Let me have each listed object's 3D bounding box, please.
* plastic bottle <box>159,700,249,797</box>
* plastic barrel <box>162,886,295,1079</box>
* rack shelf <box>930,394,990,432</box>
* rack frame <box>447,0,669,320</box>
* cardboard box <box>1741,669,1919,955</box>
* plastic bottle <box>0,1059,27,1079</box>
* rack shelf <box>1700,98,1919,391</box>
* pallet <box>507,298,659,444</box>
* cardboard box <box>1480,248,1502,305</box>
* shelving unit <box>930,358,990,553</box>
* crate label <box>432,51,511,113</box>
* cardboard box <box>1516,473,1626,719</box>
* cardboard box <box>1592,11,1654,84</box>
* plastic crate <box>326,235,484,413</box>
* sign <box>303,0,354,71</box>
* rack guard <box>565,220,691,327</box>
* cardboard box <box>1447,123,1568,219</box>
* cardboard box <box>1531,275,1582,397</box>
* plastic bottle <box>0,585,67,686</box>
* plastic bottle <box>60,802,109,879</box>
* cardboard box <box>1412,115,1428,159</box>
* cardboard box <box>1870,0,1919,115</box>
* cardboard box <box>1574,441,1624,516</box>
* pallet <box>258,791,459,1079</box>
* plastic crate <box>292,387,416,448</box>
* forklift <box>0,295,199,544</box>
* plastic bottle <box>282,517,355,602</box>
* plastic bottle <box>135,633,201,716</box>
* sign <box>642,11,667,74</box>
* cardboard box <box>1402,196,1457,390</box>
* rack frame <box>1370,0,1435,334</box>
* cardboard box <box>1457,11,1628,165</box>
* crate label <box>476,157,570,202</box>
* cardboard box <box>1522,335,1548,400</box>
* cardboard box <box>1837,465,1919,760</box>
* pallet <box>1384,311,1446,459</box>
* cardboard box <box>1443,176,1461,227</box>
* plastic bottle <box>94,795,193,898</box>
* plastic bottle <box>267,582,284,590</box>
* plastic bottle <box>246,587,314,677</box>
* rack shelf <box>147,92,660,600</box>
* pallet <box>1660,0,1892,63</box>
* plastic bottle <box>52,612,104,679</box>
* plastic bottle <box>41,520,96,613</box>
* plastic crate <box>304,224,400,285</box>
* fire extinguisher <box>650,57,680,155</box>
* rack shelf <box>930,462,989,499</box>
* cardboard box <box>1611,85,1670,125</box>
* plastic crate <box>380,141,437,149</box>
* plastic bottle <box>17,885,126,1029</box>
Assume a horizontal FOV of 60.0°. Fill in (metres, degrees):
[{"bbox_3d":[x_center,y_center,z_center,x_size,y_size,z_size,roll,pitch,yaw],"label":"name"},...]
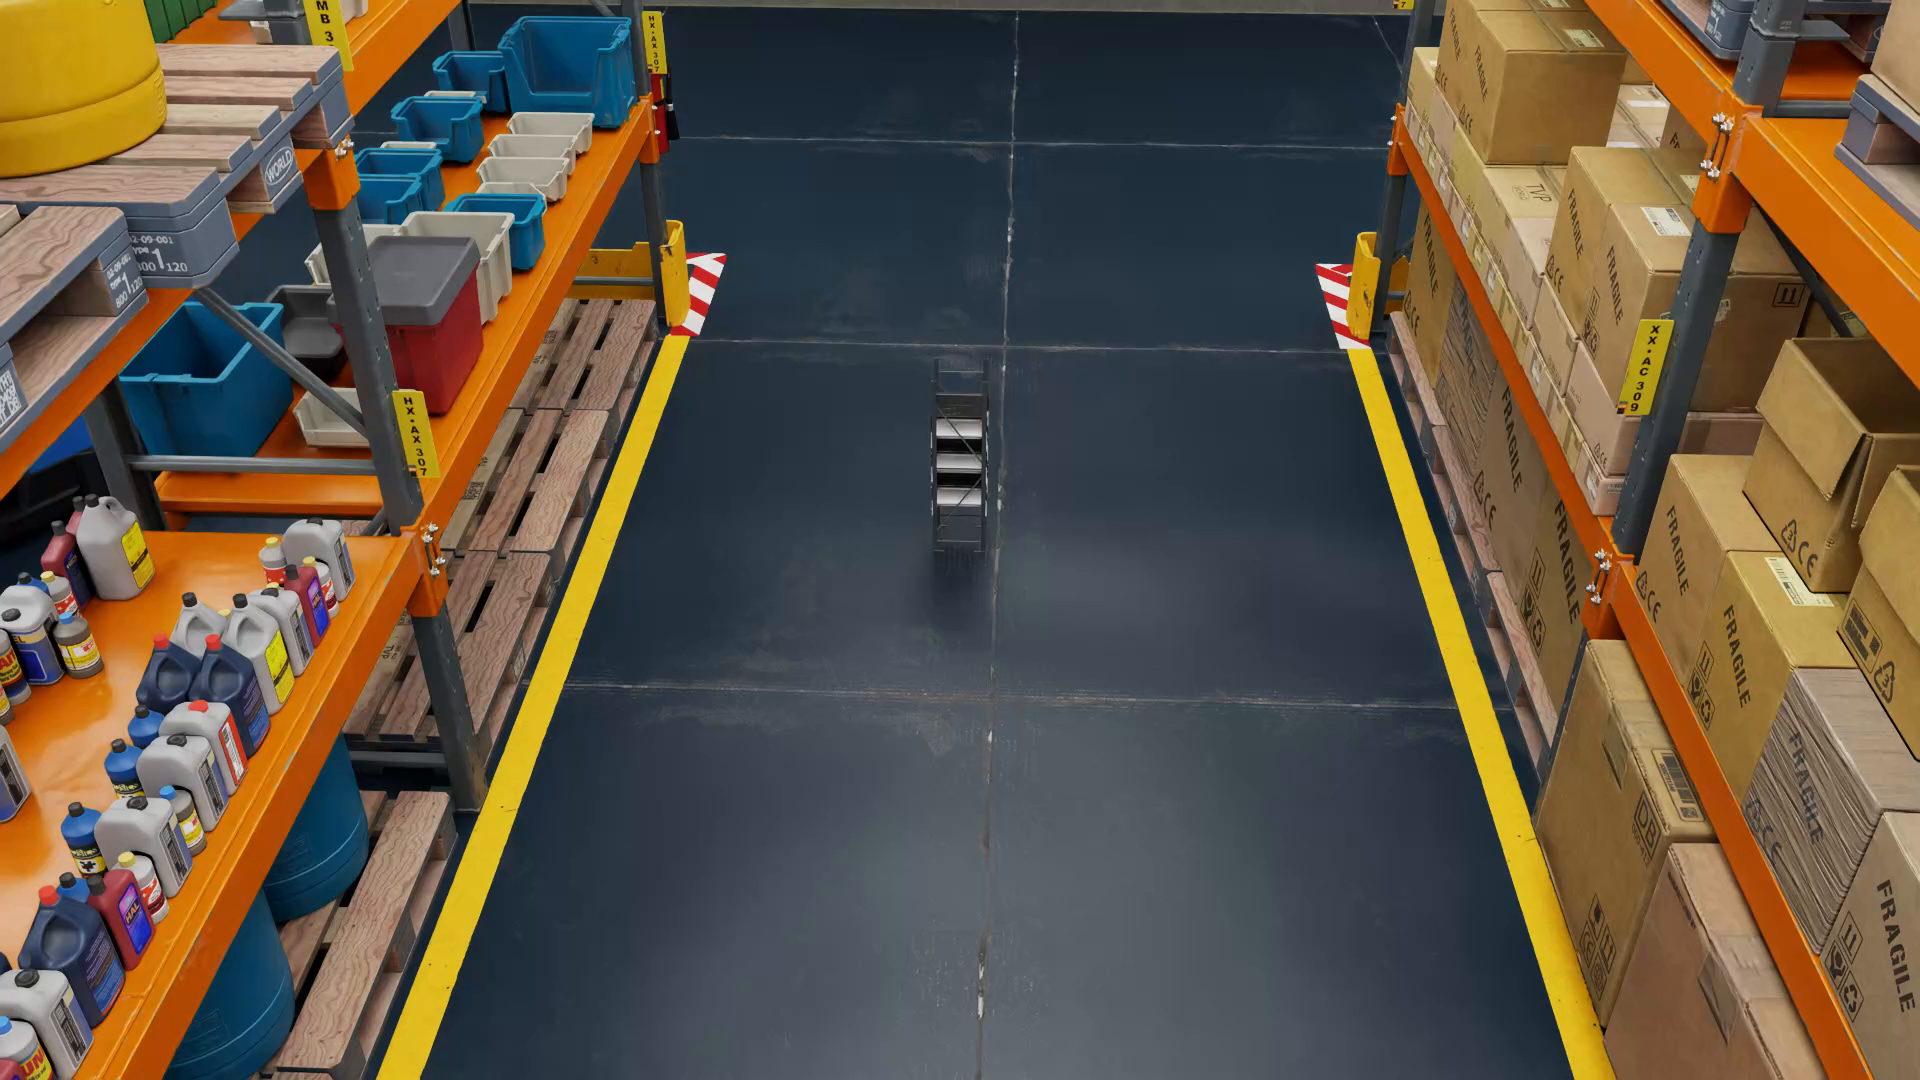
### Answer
[{"bbox_3d":[-2.036,0.544,4.475,0.152,0.276,0.135,1,35,2],"label":"plastic bottle"},{"bbox_3d":[-2.376,1.166,4.942,0.600,0.901,0.708,1,35,2],"label":"plastic barrel"},{"bbox_3d":[0.000,-0.566,7.362,0.258,0.077,0.200,1,35,2],"label":"rack shelf"},{"bbox_3d":[-2.148,-2.538,8.753,1.000,3.000,0.127,1,35,2],"label":"rack frame"},{"bbox_3d":[2.332,0.668,4.103,0.500,0.500,0.500,1,35,1],"label":"cardboard box"},{"bbox_3d":[-2.037,1.202,3.532,0.061,0.283,0.133,1,35,2],"label":"plastic bottle"},{"bbox_3d":[2.560,0.091,3.029,1.077,0.370,4.000,1,35,2],"label":"rack shelf"},{"bbox_3d":[-2.220,-0.924,8.881,1.003,0.211,1.213,1,35,2],"label":"pallet"},{"bbox_3d":[2.388,-1.090,6.911,0.380,0.149,0.250,2,35,3],"label":"cardboard box"},{"bbox_3d":[0.000,-0.373,7.498,0.258,0.900,0.210,1,35,2],"label":"shelving unit"},{"bbox_3d":[-2.487,-2.360,8.592,0.416,0.233,0.303,1,35,2],"label":"crate label"},{"bbox_3d":[2.747,0.195,6.347,0.875,0.875,0.875,1,35,2],"label":"cardboard box"},{"bbox_3d":[3.044,-2.505,7.925,0.500,0.500,0.500,2,35,2],"label":"cardboard box"},{"bbox_3d":[-2.022,-0.798,6.169,0.402,0.464,0.583,1,35,2],"label":"plastic crate"},{"bbox_3d":[-1.759,-1.457,4.598,0.100,0.325,0.005,1,35,2],"label":"sign"},{"bbox_3d":[-2.160,-1.529,9.491,1.175,0.500,0.348,1,35,2],"label":"rack guard"},{"bbox_3d":[2.474,-1.627,7.328,0.500,0.250,0.500,0,35,0],"label":"cardboard box"},{"bbox_3d":[2.414,-0.743,6.070,0.500,0.250,0.500,2,35,3],"label":"cardboard box"},{"bbox_3d":[-2.723,0.278,4.853,0.152,0.276,0.135,1,35,2],"label":"plastic bottle"},{"bbox_3d":[-2.177,0.765,4.165,0.097,0.271,0.097,0,35,0],"label":"plastic bottle"},{"bbox_3d":[2.448,-1.977,8.173,0.380,0.149,0.250,1,35,1],"label":"cardboard box"},{"bbox_3d":[2.627,-1.232,3.833,0.700,0.500,0.500,2,35,3],"label":"cardboard box"},{"bbox_3d":[2.325,-0.205,5.652,0.380,0.149,0.250,2,35,2],"label":"cardboard box"},{"bbox_3d":[-2.381,1.343,5.655,1.003,0.211,1.213,1,35,2],"label":"pallet"},{"bbox_3d":[-2.147,-0.421,5.917,0.396,0.136,0.243,1,35,2],"label":"plastic crate"},{"bbox_3d":[-4.957,-1.215,6.930,1.130,2.935,3.031,24,41,30],"label":"forklift"},{"bbox_3d":[-2.002,0.045,5.185,0.152,0.276,0.135,1,35,2],"label":"plastic bottle"},{"bbox_3d":[-2.170,0.419,4.588,0.144,0.351,0.185,1,35,2],"label":"plastic bottle"},{"bbox_3d":[-1.598,-2.601,8.701,0.100,0.325,0.005,1,35,2],"label":"sign"},{"bbox_3d":[2.855,-1.357,8.554,0.875,0.875,0.875,1,35,2],"label":"cardboard box"},{"bbox_3d":[2.801,-2.424,8.590,1.000,3.000,0.127,1,35,2],"label":"rack frame"},{"bbox_3d":[2.477,-1.936,7.116,0.500,0.500,0.500,0,35,1],"label":"cardboard box"},{"bbox_3d":[-2.013,-1.655,7.674,0.396,0.136,0.243,1,35,2],"label":"crate label"},{"bbox_3d":[2.356,-0.649,6.283,0.380,0.149,0.250,2,35,3],"label":"cardboard box"},{"bbox_3d":[2.584,0.184,3.920,0.797,0.503,0.637,2,35,2],"label":"cardboard box"},{"bbox_3d":[2.847,-0.821,8.735,1.003,0.211,1.213,1,35,2],"label":"pallet"},{"bbox_3d":[2.418,-1.534,7.543,0.380,0.149,0.250,1,35,1],"label":"cardboard box"},{"bbox_3d":[-2.051,0.755,4.175,0.152,0.276,0.135,1,35,2],"label":"plastic bottle"},{"bbox_3d":[-2.045,0.218,5.004,0.097,0.201,0.097,0,35,0],"label":"plastic bottle"},{"bbox_3d":[-2.016,0.255,4.887,0.152,0.276,0.135,1,35,2],"label":"plastic bottle"},{"bbox_3d":[-2.228,-1.095,7.324,1.077,0.370,4.000,1,35,2],"label":"rack shelf"},{"bbox_3d":[2.684,-1.786,5.151,1.003,0.211,1.213,1,35,2],"label":"pallet"},{"bbox_3d":[-2.597,0.301,4.886,0.097,0.201,0.097,0,35,0],"label":"plastic bottle"},{"bbox_3d":[-2.755,0.085,5.121,0.061,0.283,0.133,1,35,2],"label":"plastic bottle"},{"bbox_3d":[-2.539,-1.164,6.975,0.293,0.136,0.466,1,35,2],"label":"plastic crate"},{"bbox_3d":[-1.688,-2.430,8.990,0.296,0.674,0.183,1,35,2],"label":"fire extinguisher"},{"bbox_3d":[0.000,-0.272,7.569,0.258,0.077,0.200,1,35,2],"label":"rack shelf"},{"bbox_3d":[3.026,-1.908,7.728,0.500,0.250,0.500,1,35,1],"label":"cardboard box"},{"bbox_3d":[-2.610,-1.748,7.806,0.250,0.136,0.298,1,35,2],"label":"plastic crate"},{"bbox_3d":[-2.063,0.949,3.834,0.144,0.351,0.185,1,35,2],"label":"plastic bottle"}]
